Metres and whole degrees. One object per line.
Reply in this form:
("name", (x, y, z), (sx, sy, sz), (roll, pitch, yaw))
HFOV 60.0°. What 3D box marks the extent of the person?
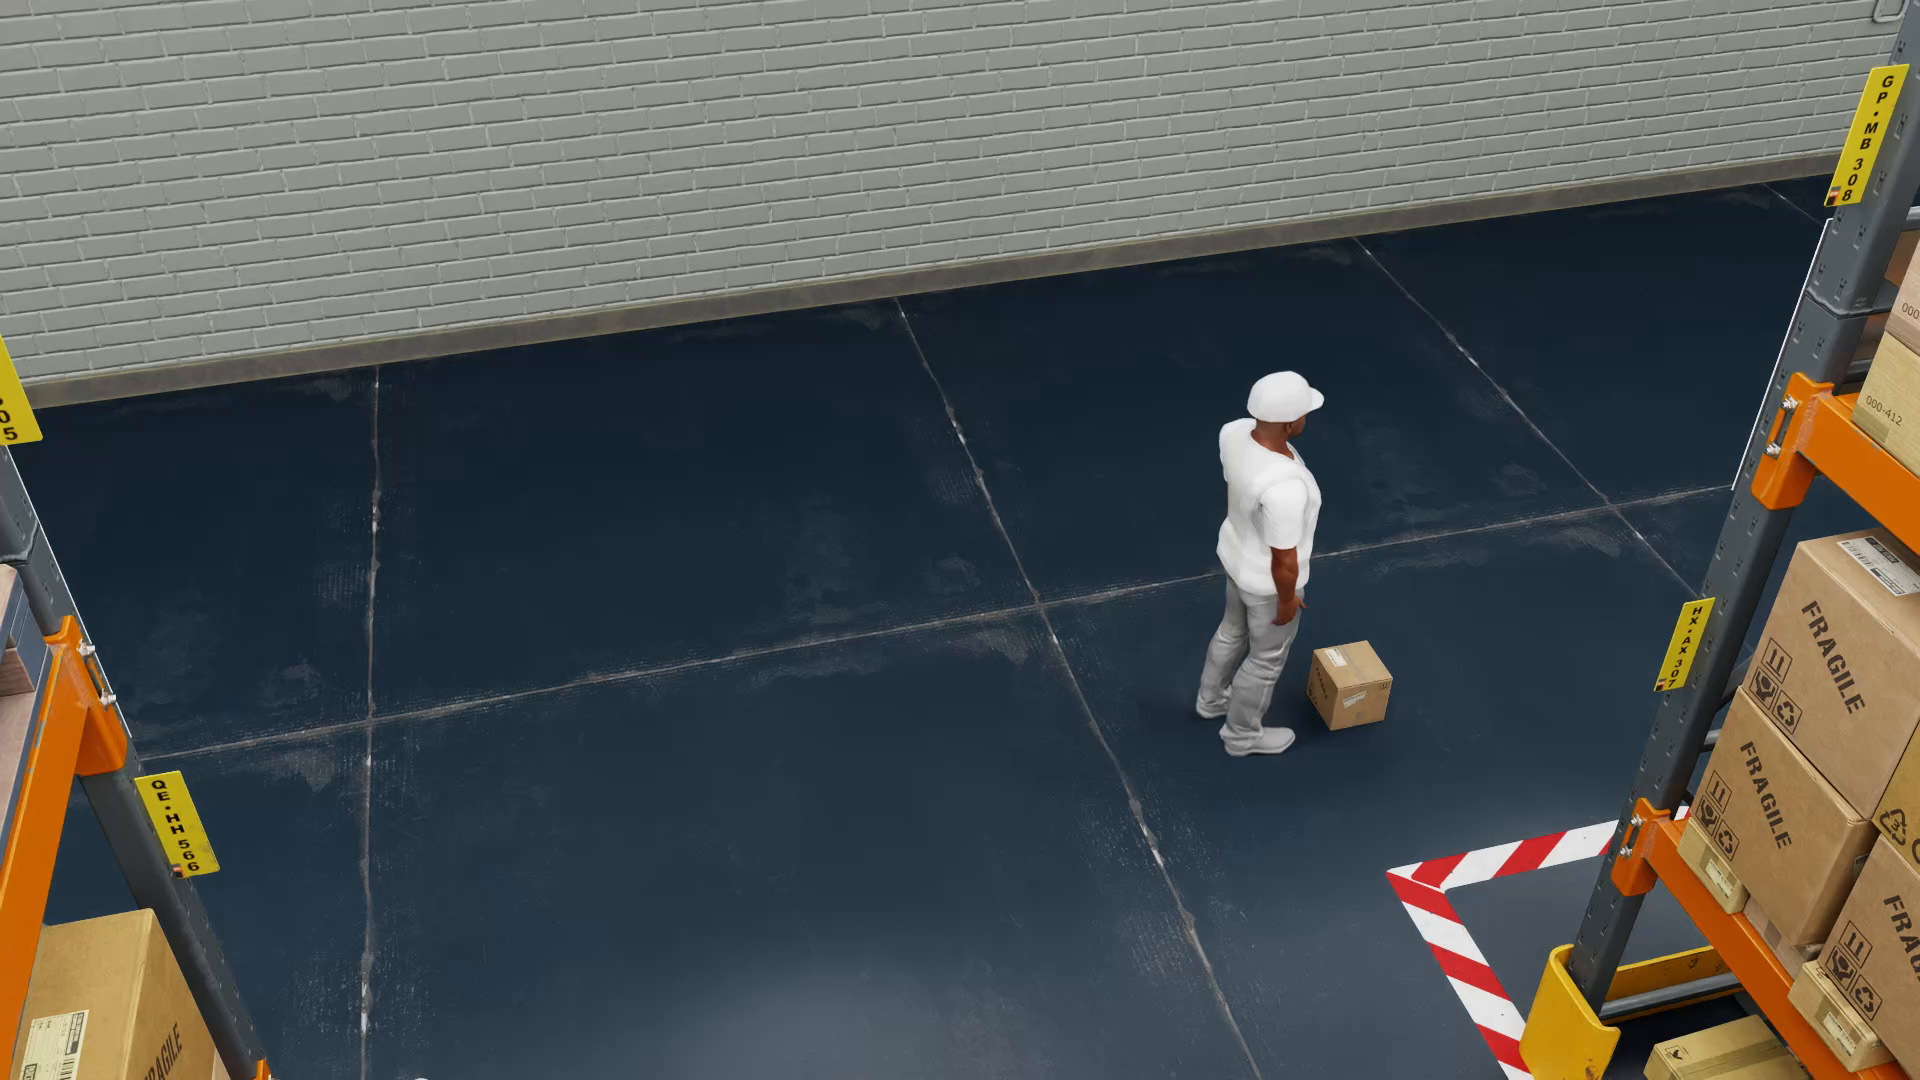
("person", (1.199, 0.104, 6.584), (0.371, 1.786, 0.564), (-9, 39, -11))
